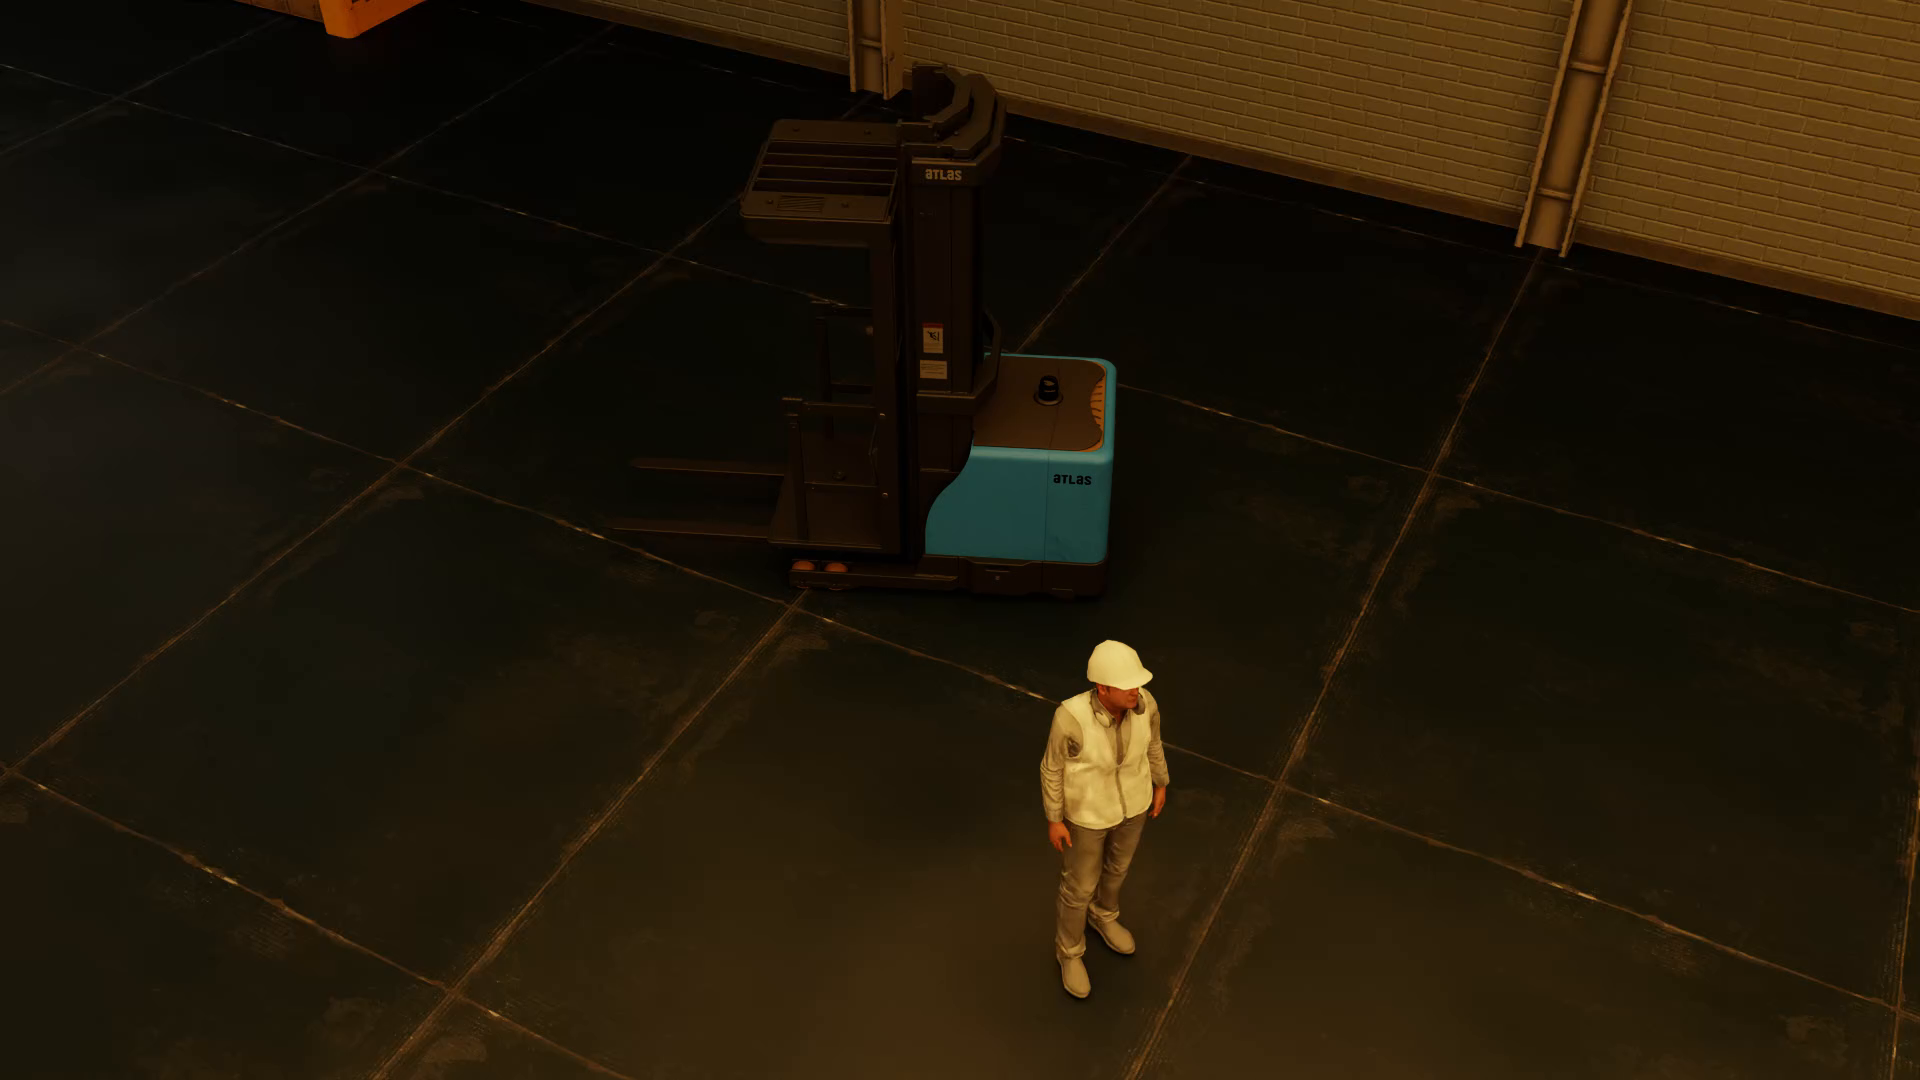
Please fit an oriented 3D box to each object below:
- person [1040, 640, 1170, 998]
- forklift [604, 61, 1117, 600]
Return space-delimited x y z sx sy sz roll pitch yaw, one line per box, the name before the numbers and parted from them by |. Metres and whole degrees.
person | 0.680 1.218 7.427 0.634 1.775 0.567 -19 44 -21
forklift | -0.606 -1.157 9.360 3.031 2.935 1.130 3 40 4
